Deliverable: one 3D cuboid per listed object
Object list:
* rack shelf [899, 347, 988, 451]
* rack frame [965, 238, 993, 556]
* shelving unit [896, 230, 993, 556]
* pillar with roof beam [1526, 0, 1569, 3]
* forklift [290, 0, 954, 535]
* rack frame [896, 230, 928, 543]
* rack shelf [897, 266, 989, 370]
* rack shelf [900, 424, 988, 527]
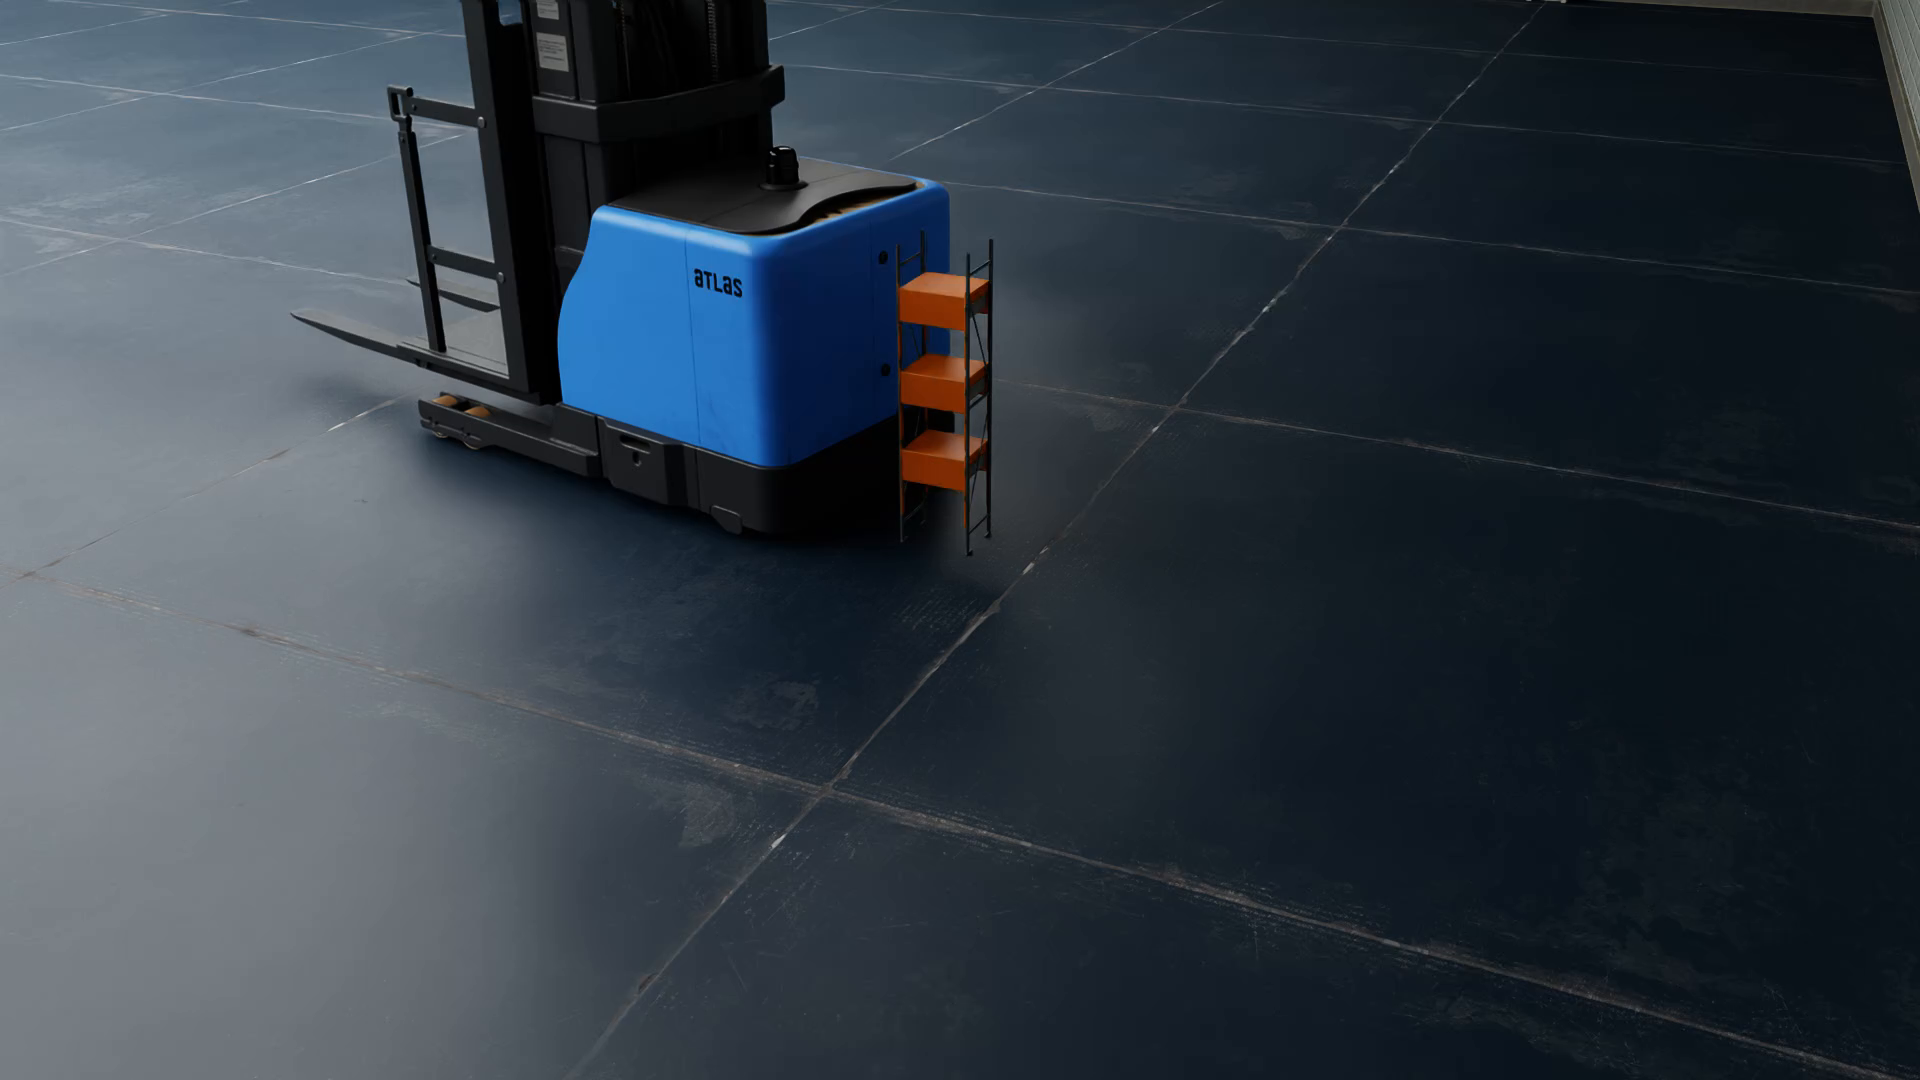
[{"bbox_3d":[-0.049,-0.471,5.543,0.240,0.259,0.215,11,28,22],"label":"rack shelf"},{"bbox_3d":[0.062,-0.458,5.493,0.008,1.050,0.200,11,28,22],"label":"rack frame"},{"bbox_3d":[-0.049,-0.481,5.538,0.252,1.050,0.215,11,28,22],"label":"shelving unit"},{"bbox_3d":[4.200,-7.803,11.412,0.400,9.000,9.100,11,28,22],"label":"pillar with roof beam"},{"bbox_3d":[-1.511,-1.834,6.157,3.031,2.935,1.130,18,31,32],"label":"forklift"},{"bbox_3d":[-0.160,-0.503,5.583,0.008,1.050,0.200,11,28,22],"label":"rack frame"},{"bbox_3d":[-0.049,-0.726,5.417,0.240,0.259,0.215,11,28,22],"label":"rack shelf"},{"bbox_3d":[-0.049,-0.222,5.665,0.240,0.259,0.215,11,28,22],"label":"rack shelf"}]
